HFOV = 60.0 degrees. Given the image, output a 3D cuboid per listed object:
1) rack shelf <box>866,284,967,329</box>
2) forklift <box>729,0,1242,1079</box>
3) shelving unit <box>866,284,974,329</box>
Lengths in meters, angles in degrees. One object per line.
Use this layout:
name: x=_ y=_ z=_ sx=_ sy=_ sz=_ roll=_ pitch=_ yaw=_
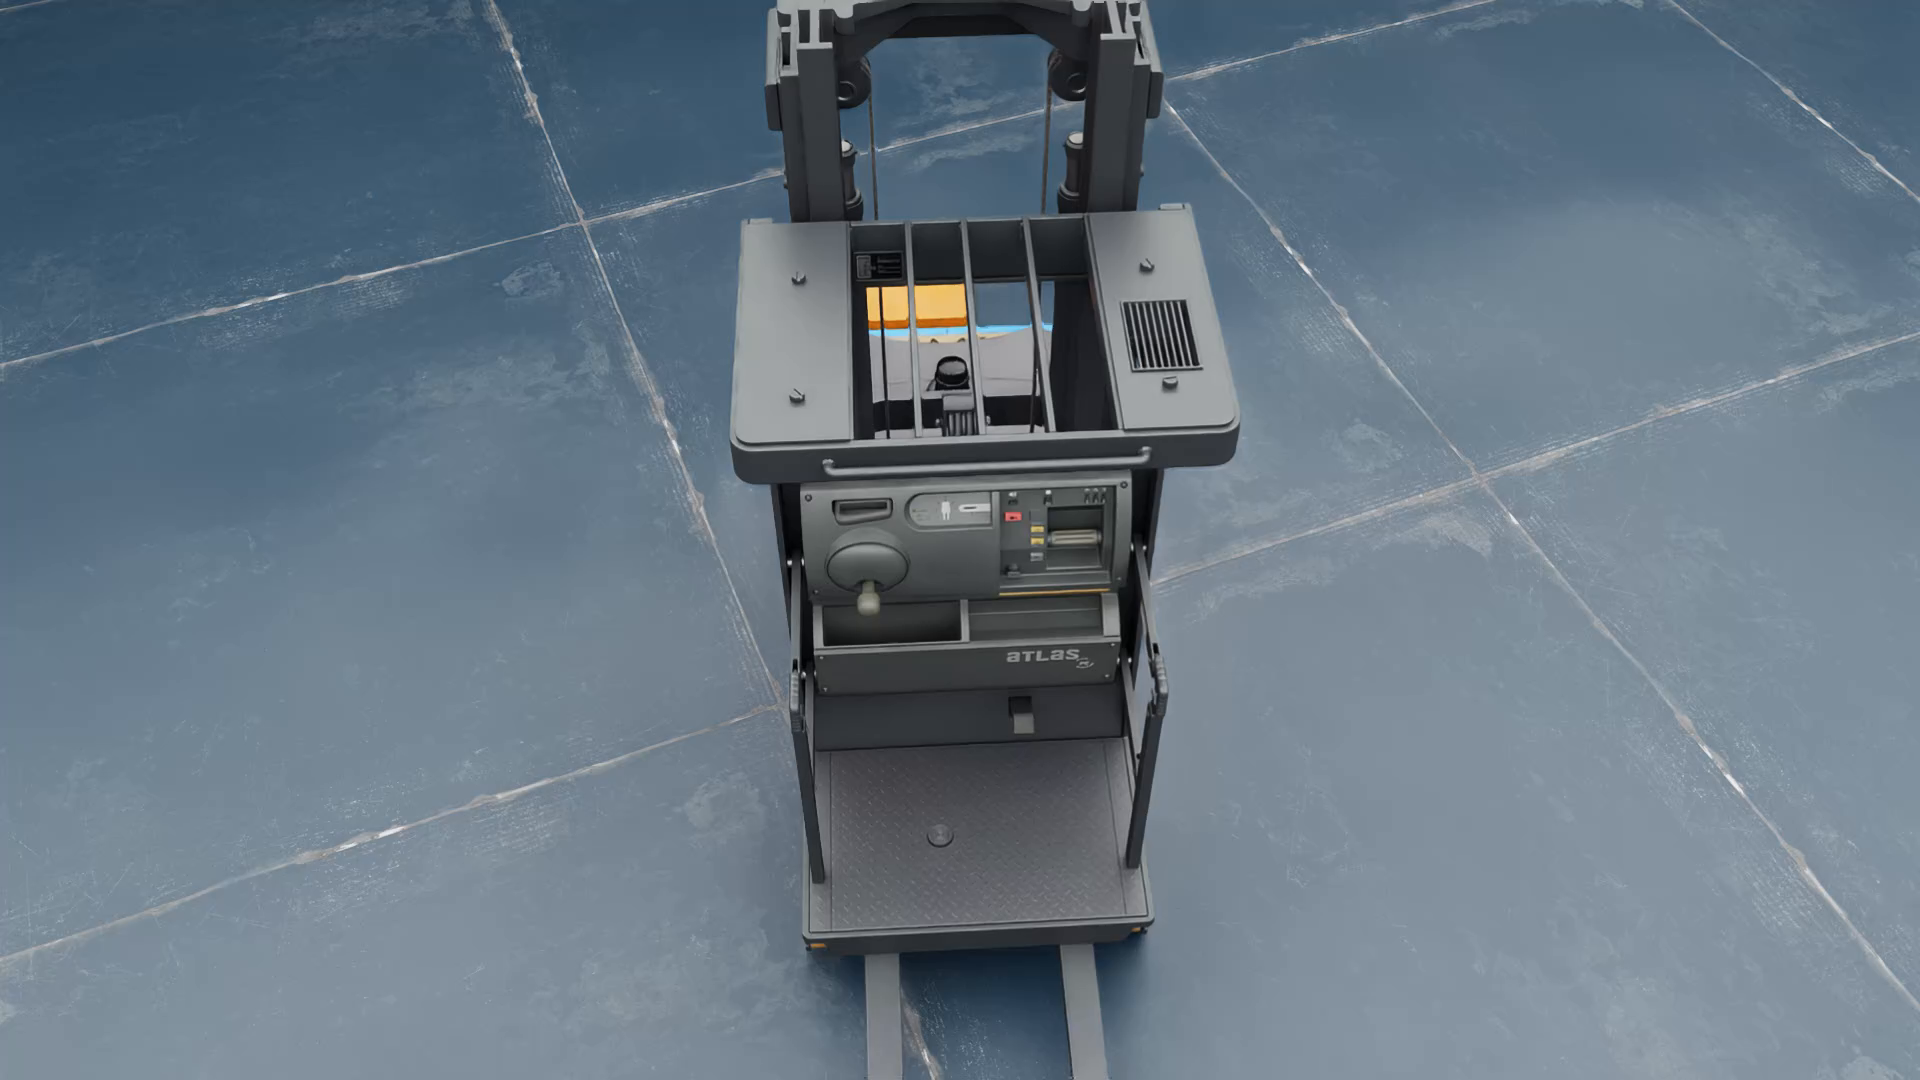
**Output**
rack shelf: x=-0.194 y=-0.832 z=5.996 sx=0.480 sy=0.148 sz=0.258 roll=-3 pitch=49 yaw=-2
forklift: x=0.030 y=0.112 z=4.563 sx=1.121 sy=2.935 sz=3.031 roll=-2 pitch=49 yaw=-2
shelving unit: x=-0.197 y=-0.575 z=6.294 sx=0.499 sy=1.200 sz=0.258 roll=-3 pitch=49 yaw=-2
